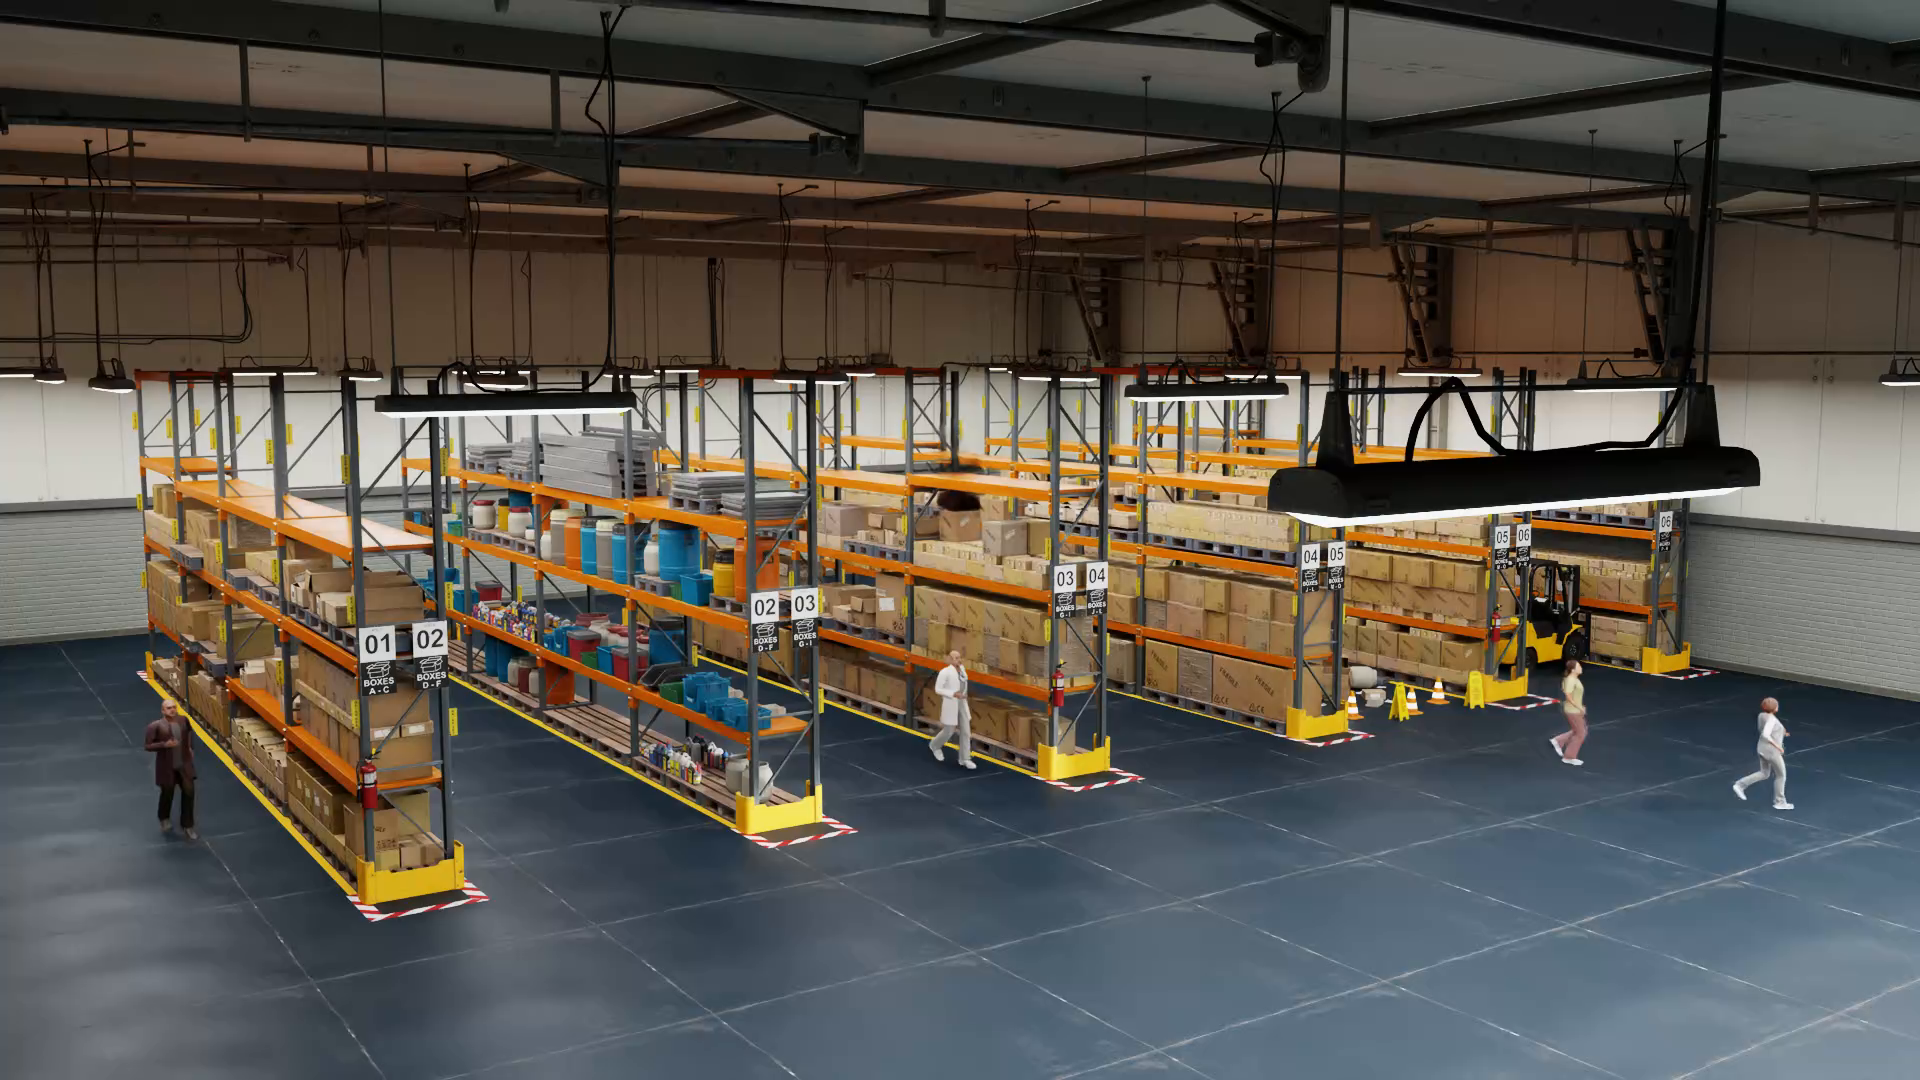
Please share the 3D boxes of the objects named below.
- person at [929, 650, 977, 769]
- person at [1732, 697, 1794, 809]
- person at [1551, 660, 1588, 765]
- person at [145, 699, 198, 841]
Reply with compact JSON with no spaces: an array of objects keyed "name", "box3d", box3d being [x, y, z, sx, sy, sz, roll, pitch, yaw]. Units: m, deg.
[{"name":"person","box3d":[-0.091,2.556,25.404,0.719,1.764,0.985,-6,9,-41]},{"name":"person","box3d":[11.178,2.960,23.026,0.812,1.550,0.547,0,6,1]},{"name":"person","box3d":[9.404,2.642,25.614,0.547,1.636,0.580,2,7,17]},{"name":"person","box3d":[-10.300,2.984,21.764,0.692,1.833,0.850,-6,9,-44]}]
